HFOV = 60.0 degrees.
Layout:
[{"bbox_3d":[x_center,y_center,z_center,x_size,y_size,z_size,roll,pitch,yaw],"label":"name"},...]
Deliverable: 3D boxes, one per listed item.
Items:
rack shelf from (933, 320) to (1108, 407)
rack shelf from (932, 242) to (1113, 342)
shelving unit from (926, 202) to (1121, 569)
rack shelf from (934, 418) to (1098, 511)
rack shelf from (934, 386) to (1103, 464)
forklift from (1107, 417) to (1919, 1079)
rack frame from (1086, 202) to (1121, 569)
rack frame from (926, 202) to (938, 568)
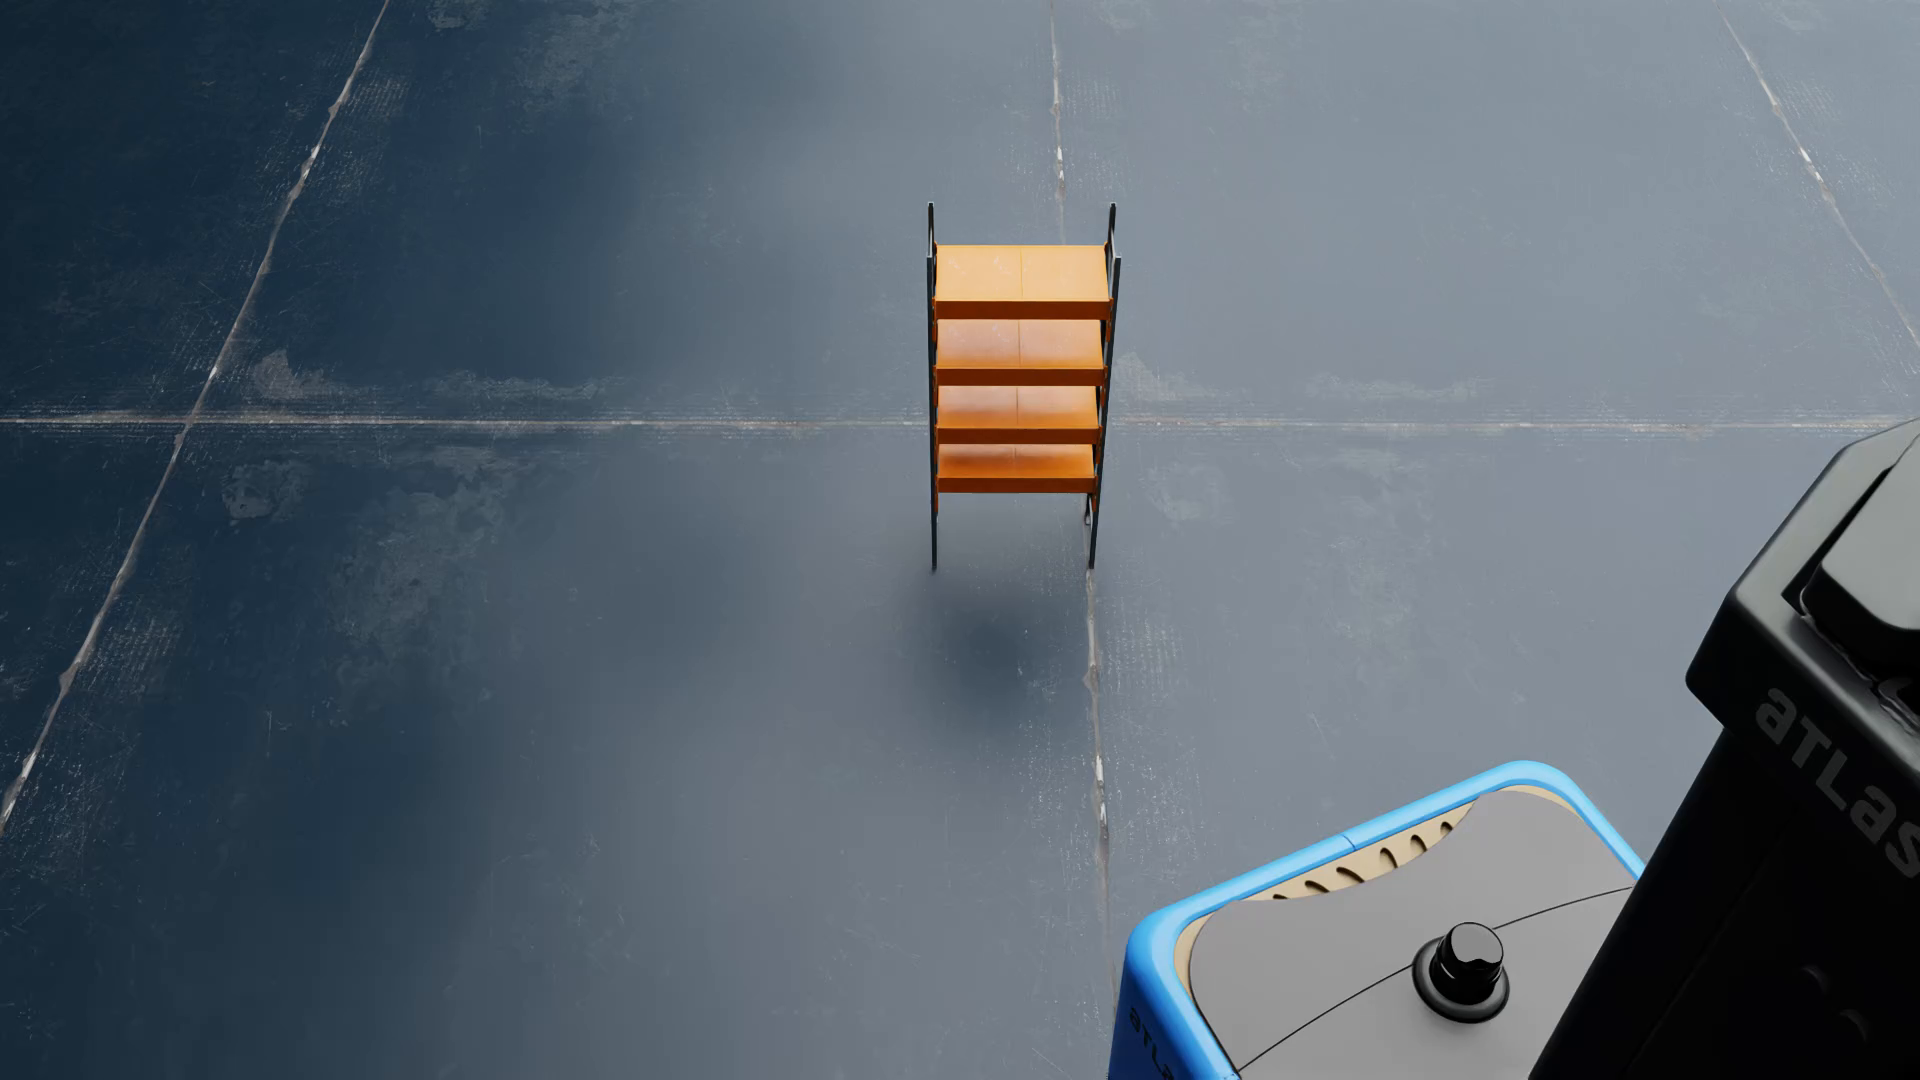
[{"bbox_3d":[0.166,-0.515,4.696,0.480,0.148,0.258,0,47,0],"label":"rack shelf"},{"bbox_3d":[0.166,-0.676,4.523,0.480,0.148,0.258,0,47,0],"label":"rack shelf"},{"bbox_3d":[0.166,-0.408,4.810,0.503,1.200,0.258,0,47,0],"label":"shelving unit"},{"bbox_3d":[0.166,-0.227,5.005,0.480,0.148,0.258,0,47,0],"label":"rack shelf"},{"bbox_3d":[0.166,-0.362,4.860,0.480,0.148,0.258,0,47,0],"label":"rack shelf"},{"bbox_3d":[1.370,1.290,2.047,1.130,2.935,3.031,-19,50,-17],"label":"forklift"},{"bbox_3d":[0.410,-0.408,4.810,0.015,1.200,0.240,0,47,0],"label":"rack frame"},{"bbox_3d":[-0.078,-0.409,4.811,0.015,1.200,0.240,0,47,0],"label":"rack frame"}]
